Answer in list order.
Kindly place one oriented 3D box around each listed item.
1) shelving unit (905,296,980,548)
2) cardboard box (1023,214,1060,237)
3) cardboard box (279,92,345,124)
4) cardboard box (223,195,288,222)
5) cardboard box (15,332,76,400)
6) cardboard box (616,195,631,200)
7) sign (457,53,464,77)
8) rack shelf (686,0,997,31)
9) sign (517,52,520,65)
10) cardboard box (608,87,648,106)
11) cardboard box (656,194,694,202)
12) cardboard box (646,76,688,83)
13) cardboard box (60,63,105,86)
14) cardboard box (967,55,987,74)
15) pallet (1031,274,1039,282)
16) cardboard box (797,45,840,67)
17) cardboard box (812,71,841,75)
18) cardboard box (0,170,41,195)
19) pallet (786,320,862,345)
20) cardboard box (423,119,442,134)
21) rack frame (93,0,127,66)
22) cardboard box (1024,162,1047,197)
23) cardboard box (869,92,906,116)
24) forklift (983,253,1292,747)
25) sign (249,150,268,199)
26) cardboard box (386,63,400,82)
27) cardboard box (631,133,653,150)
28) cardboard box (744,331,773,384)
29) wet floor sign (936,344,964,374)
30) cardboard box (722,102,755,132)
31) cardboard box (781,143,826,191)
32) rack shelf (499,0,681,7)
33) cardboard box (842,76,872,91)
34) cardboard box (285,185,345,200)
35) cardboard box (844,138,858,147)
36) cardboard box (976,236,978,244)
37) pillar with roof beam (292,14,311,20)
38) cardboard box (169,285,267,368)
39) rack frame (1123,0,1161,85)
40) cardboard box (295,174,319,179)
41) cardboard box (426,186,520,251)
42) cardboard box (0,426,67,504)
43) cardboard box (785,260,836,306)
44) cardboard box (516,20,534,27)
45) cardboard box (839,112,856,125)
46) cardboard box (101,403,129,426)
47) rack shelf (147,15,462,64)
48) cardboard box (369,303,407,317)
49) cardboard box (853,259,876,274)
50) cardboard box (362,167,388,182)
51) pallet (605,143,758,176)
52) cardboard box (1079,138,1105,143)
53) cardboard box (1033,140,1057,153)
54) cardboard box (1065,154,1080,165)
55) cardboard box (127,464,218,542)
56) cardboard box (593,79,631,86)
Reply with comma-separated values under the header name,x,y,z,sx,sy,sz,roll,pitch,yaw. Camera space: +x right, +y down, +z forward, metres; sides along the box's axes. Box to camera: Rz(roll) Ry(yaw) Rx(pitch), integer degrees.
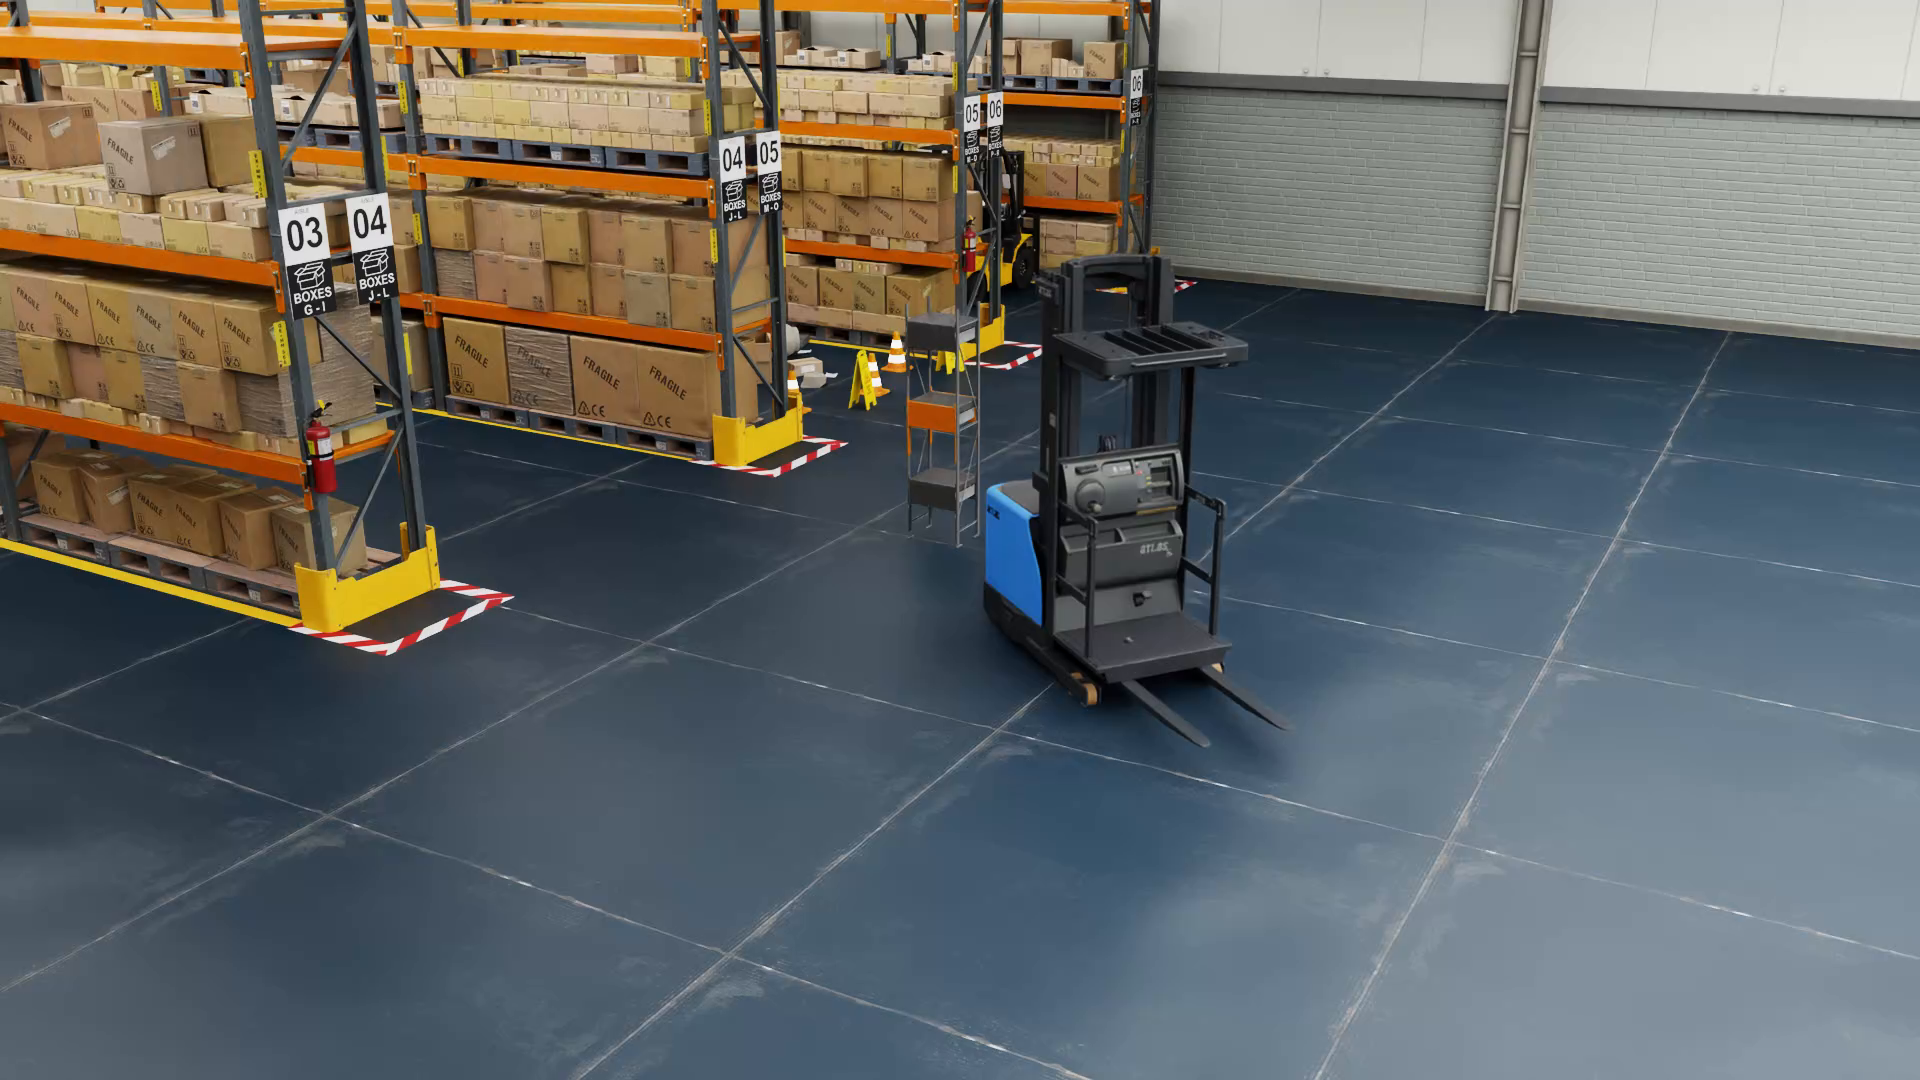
name,x,y,z,sx,sy,sz,roll,pitch,yaw
shelving unit,-0.145,-1.015,14.381,0.503,2.100,0.431,11,23,27
cardboard box,1.201,-4.833,25.536,0.500,0.250,0.500,11,23,28
cardboard box,-7.224,-4.845,18.590,0.500,0.311,0.500,10,22,25
cardboard box,-5.166,-2.440,12.226,0.250,0.149,0.380,10,22,26
cardboard box,-7.311,-1.547,13.944,0.500,0.500,0.875,11,23,27
cardboard box,-4.533,-4.702,22.979,0.250,0.149,0.380,11,23,28
sign,-7.030,-6.688,23.429,0.005,0.325,0.100,11,23,27
rack shelf,-1.514,-6.645,20.844,4.000,0.370,1.077,11,23,27
sign,-6.486,-6.976,24.339,0.005,0.325,0.100,11,23,27
cardboard box,-3.222,-4.335,16.251,0.250,0.149,0.380,11,23,28
cardboard box,-3.776,-4.889,22.545,0.500,0.500,0.500,10,22,26
cardboard box,-3.841,-6.088,22.252,0.500,0.250,0.500,10,22,26
cardboard box,-10.691,-5.686,20.271,0.258,0.266,0.396,11,23,27
cardboard box,0.305,-7.229,25.229,0.258,0.266,0.396,10,22,26
pallet,0.900,-4.317,26.254,1.213,0.211,1.003,11,23,27
cardboard box,-2.264,-7.763,26.635,0.500,0.311,0.500,10,22,25
cardboard box,-1.712,-5.980,21.550,0.250,0.149,0.380,11,23,28
cardboard box,-7.694,-2.904,13.505,0.250,0.149,0.380,10,22,25
pallet,-1.588,-2.882,22.299,1.213,0.211,1.003,11,23,27
cardboard box,-5.434,-4.381,17.548,0.250,0.149,0.380,10,22,26
rack frame,-13.737,-9.313,27.139,0.127,3.000,1.000,11,23,27
cardboard box,1.196,-5.535,25.375,0.500,0.500,0.500,10,22,26
cardboard box,-0.779,-5.404,20.546,0.500,0.250,0.500,10,22,27
forklift,1.230,-0.390,11.440,1.130,2.935,3.031,-8,22,-22
sign,-4.889,-2.546,11.585,0.005,0.325,0.100,11,23,27
cardboard box,-8.125,-6.831,24.278,0.258,0.266,0.396,10,22,26
cardboard box,-2.994,-3.917,16.268,0.250,0.149,0.380,11,23,28
cardboard box,-2.536,-2.196,19.980,0.637,0.503,0.797,-4,20,-10
wet floor sign,-0.124,-2.375,20.263,0.267,0.644,0.232,-16,26,-38
cardboard box,-2.390,-4.222,16.524,0.500,0.250,0.500,11,23,27
cardboard box,-2.122,-4.833,21.538,0.500,0.500,0.700,10,22,26
rack shelf,-6.081,-9.267,28.654,4.000,0.370,1.077,11,23,27
cardboard box,-1.268,-5.710,20.805,0.250,0.149,0.380,10,22,26
cardboard box,-4.908,-2.595,12.654,0.250,0.149,0.380,11,23,28
cardboard box,-1.671,-6.412,26.841,0.250,0.149,0.380,11,23,27
cardboard box,0.036,-3.832,21.195,0.250,0.149,0.380,11,23,28
pillar with roof beam,-15.333,-10.226,29.657,0.400,9.000,9.100,11,23,27
cardboard box,-5.641,-1.638,12.729,0.500,0.500,0.500,11,23,27
rack frame,2.649,-8.130,23.879,0.127,3.000,1.000,11,23,27
cardboard box,-9.989,-5.605,25.935,0.500,0.250,0.500,10,22,26
cardboard box,-5.281,-3.513,18.145,0.550,0.550,0.875,11,23,27
cardboard box,-8.619,-0.687,15.178,0.500,0.500,0.700,9,22,23
cardboard box,-1.952,-3.403,21.963,0.500,0.500,0.500,12,23,30
cardboard box,-7.734,-9.022,29.300,0.258,0.266,0.396,11,22,27
cardboard box,-1.321,-5.321,20.902,0.250,0.149,0.380,10,22,26
cardboard box,-6.736,-1.058,13.548,0.250,0.149,0.380,11,23,27
rack shelf,-7.332,-5.633,18.636,4.000,0.370,1.077,11,23,27
cardboard box,-7.012,-2.384,19.520,0.750,0.750,1.050,11,23,27
cardboard box,-1.166,-3.533,21.370,0.250,0.149,0.380,11,23,28
cardboard box,-8.659,-5.581,25.136,0.500,0.250,0.500,10,22,26
pallet,-2.747,-3.830,16.553,1.213,0.211,1.003,11,23,27
cardboard box,2.011,-6.014,25.310,0.250,0.149,0.380,11,23,28
cardboard box,1.299,-5.939,25.104,0.250,0.149,0.380,11,23,29
cardboard box,1.776,-5.731,24.965,0.250,0.149,0.380,11,23,28
cardboard box,-6.680,-0.318,14.189,0.500,0.500,0.500,9,22,23
cardboard box,-3.563,-4.657,17.140,0.250,0.149,0.380,11,23,28
